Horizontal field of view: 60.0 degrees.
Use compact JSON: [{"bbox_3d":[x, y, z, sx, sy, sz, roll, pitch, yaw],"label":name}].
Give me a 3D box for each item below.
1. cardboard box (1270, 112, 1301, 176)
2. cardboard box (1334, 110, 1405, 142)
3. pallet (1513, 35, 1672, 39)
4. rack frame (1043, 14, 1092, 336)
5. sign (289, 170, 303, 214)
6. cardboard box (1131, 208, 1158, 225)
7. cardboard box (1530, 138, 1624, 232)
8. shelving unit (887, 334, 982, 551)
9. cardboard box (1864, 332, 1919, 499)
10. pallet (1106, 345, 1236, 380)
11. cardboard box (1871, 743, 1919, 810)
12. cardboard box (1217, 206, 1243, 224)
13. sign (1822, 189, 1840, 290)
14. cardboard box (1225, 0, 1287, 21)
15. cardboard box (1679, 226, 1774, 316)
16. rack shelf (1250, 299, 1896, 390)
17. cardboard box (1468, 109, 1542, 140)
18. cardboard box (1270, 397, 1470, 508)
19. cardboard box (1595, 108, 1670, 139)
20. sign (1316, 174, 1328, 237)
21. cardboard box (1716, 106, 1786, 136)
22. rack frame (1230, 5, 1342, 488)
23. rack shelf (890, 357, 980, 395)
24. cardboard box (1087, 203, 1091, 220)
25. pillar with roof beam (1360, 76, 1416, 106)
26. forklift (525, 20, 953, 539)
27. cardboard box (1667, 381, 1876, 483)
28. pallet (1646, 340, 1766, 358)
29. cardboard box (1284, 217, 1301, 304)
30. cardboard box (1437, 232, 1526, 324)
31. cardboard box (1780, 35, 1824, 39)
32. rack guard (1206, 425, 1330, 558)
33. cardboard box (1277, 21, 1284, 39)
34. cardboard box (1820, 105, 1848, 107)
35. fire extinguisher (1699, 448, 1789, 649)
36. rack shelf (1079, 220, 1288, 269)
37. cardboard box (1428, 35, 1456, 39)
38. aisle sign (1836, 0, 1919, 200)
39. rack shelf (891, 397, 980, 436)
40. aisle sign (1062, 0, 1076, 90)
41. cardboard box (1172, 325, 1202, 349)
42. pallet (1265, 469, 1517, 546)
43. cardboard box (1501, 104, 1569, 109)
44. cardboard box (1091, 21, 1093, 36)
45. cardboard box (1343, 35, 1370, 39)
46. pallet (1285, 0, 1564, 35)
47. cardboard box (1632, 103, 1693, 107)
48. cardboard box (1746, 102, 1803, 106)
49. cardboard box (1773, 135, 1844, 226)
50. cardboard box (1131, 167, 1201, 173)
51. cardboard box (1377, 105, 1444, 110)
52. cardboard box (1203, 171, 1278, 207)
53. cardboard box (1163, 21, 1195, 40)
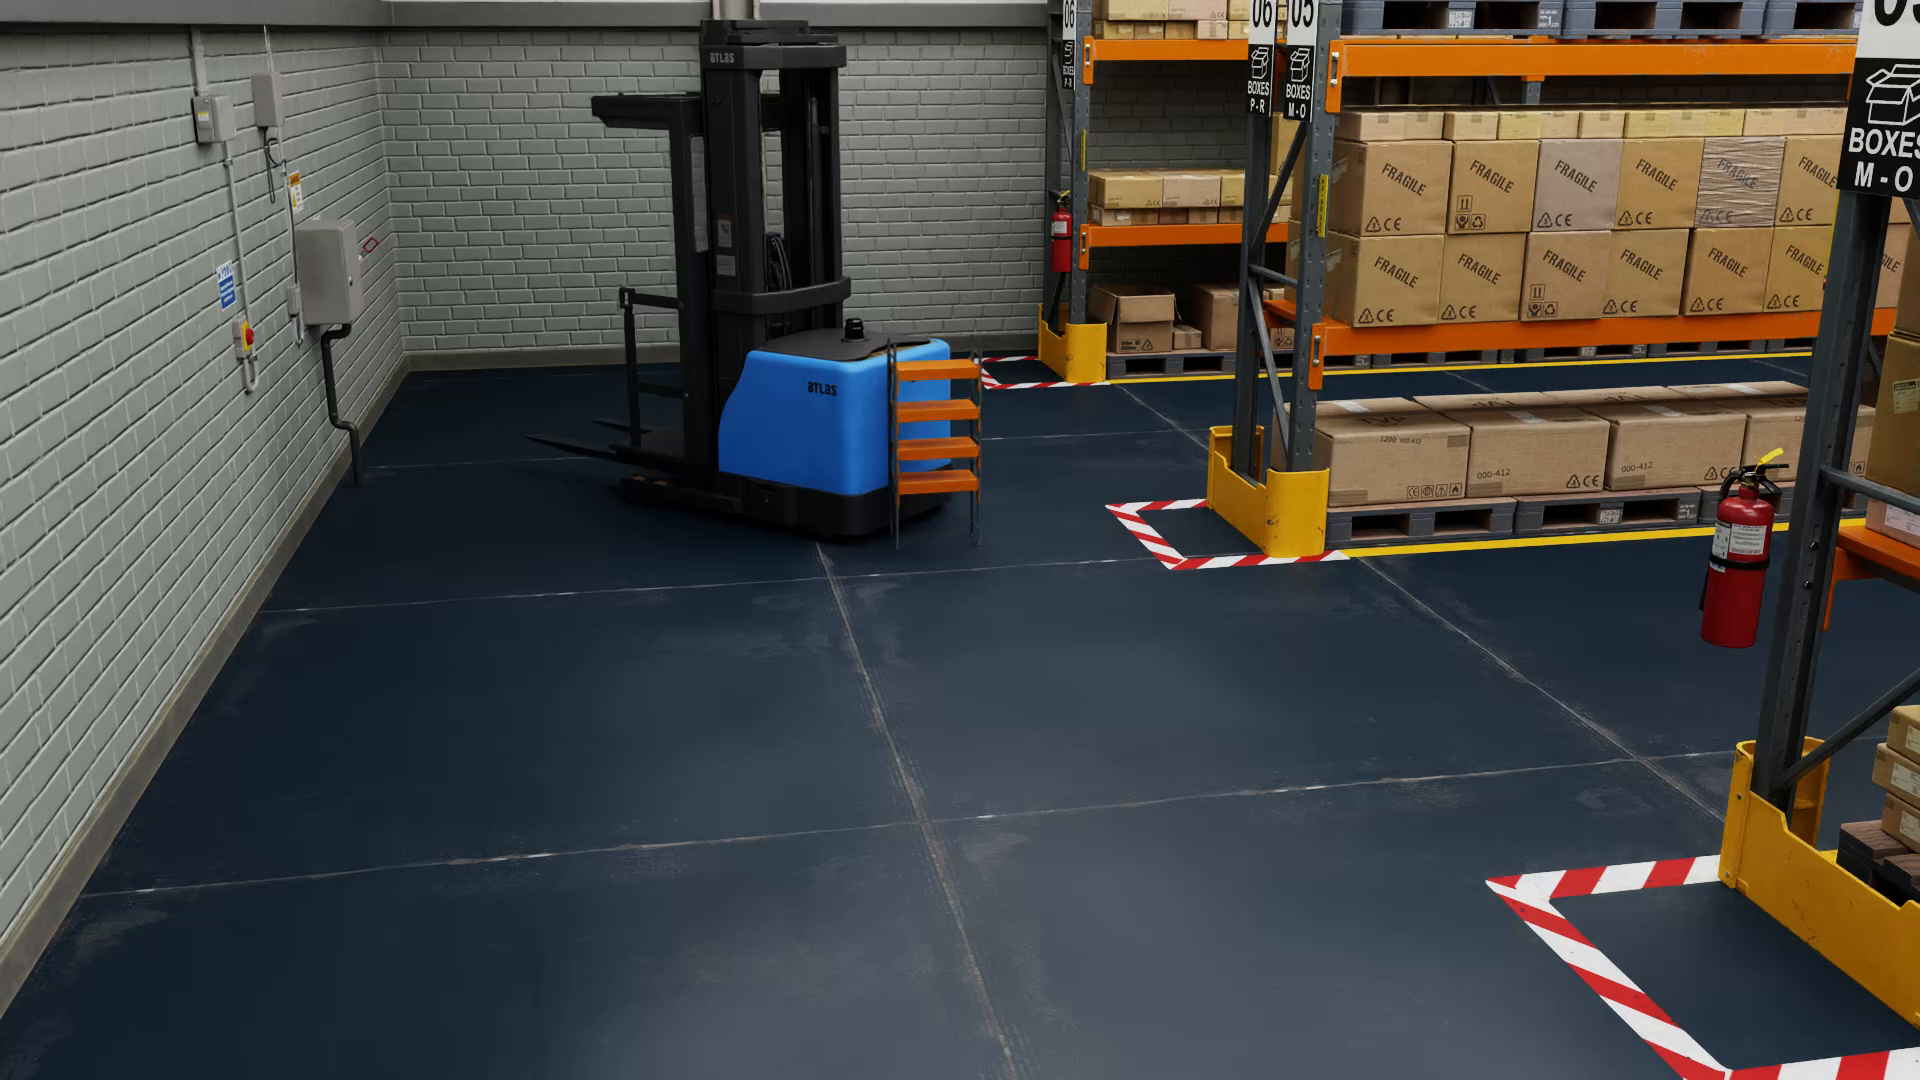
[{"bbox_3d":[2.873,-3.397,14.234,0.500,0.500,0.500,-3,17,-9],"label":"cardboard box"},{"bbox_3d":[2.250,-2.282,9.154,0.250,0.149,0.380,-3,17,-9],"label":"cardboard box"},{"bbox_3d":[5.485,-4.520,14.629,1.003,0.211,1.213,-3,17,-10],"label":"pallet"},{"bbox_3d":[0.904,-2.937,14.264,0.127,3.000,1.000,-3,17,-10],"label":"rack frame"},{"bbox_3d":[-4.131,-2.166,10.349,0.001,0.242,0.339,-3,17,-10],"label":"sign"},{"bbox_3d":[1.519,-2.783,14.193,0.250,0.149,0.380,-3,17,-9],"label":"cardboard box"},{"bbox_3d":[3.384,-2.038,9.465,0.500,0.500,0.500,-3,17,-11],"label":"cardboard box"},{"bbox_3d":[-0.147,-0.562,9.598,0.503,1.200,0.258,-4,17,-11],"label":"shelving unit"},{"bbox_3d":[3.280,-0.374,5.243,0.500,0.500,0.500,-3,17,-9],"label":"cardboard box"},{"bbox_3d":[1.761,-1.652,14.833,1.213,0.211,1.003,-3,17,-10],"label":"pallet"},{"bbox_3d":[3.351,0.824,5.655,0.250,0.149,0.380,-4,17,-12],"label":"cardboard box"},{"bbox_3d":[2.290,-2.821,14.315,0.250,0.149,0.380,-3,17,-10],"label":"cardboard box"},{"bbox_3d":[2.802,-0.950,5.286,0.005,0.325,0.100,-3,17,-10],"label":"sign"},{"bbox_3d":[2.391,-4.446,13.819,0.500,0.250,0.500,-4,17,-12],"label":"cardboard box"},{"bbox_3d":[4.374,-1.615,9.789,0.500,0.500,0.500,-4,17,-11],"label":"cardboard box"},{"bbox_3d":[3.813,-1.273,10.074,4.000,0.370,1.077,-3,17,-10],"label":"rack shelf"},{"bbox_3d":[3.026,-2.318,9.272,0.250,0.149,0.380,-4,17,-12],"label":"cardboard box"},{"bbox_3d":[2.478,-0.548,10.134,0.875,0.438,0.875,-4,17,-12],"label":"cardboard box"},{"bbox_3d":[3.781,-2.356,9.395,0.250,0.149,0.380,-4,17,-12],"label":"cardboard box"},{"bbox_3d":[1.948,-1.797,8.945,0.005,0.325,0.100,-3,17,-10],"label":"sign"},{"bbox_3d":[4.524,-2.418,9.596,0.250,0.149,0.380,-3,17,-11],"label":"cardboard box"},{"bbox_3d":[1.849,-1.506,9.606,0.127,3.000,1.000,-3,17,-10],"label":"rack frame"},{"bbox_3d":[-0.146,-0.938,9.483,0.480,0.148,0.258,-4,17,-11],"label":"rack shelf"},{"bbox_3d":[1.178,-2.912,14.613,0.250,0.149,0.380,-3,17,-11],"label":"cardboard box"},{"bbox_3d":[4.793,-5.007,10.788,0.400,9.000,9.100,-3,17,-10],"label":"pillar with roof beam"},{"bbox_3d":[-1.545,-1.724,10.434,3.031,2.935,1.130,12,21,33],"label":"forklift"},{"bbox_3d":[5.140,-0.701,10.633,0.875,0.438,0.875,-3,17,-11],"label":"cardboard box"},{"bbox_3d":[6.823,-1.952,15.806,1.213,0.211,1.003,-3,17,-10],"label":"pallet"},{"bbox_3d":[2.272,-1.657,9.927,0.500,0.500,0.500,-3,17,-10],"label":"cardboard box"},{"bbox_3d":[2.866,-1.534,9.527,0.500,0.500,0.500,-3,17,-11],"label":"cardboard box"},{"bbox_3d":[7.316,-4.590,14.793,0.500,0.250,0.500,-3,17,-10],"label":"cardboard box"},{"bbox_3d":[1.825,-0.310,9.969,0.348,0.500,1.175,-3,17,-10],"label":"rack guard"},{"bbox_3d":[2.519,-4.265,13.908,0.250,0.149,0.380,-3,17,-11],"label":"cardboard box"},{"bbox_3d":[5.255,-2.472,9.774,0.250,0.149,0.380,-3,17,-9],"label":"cardboard box"},{"bbox_3d":[2.552,0.012,5.432,0.183,0.674,0.296,-3,17,-10],"label":"fire extinguisher"},{"bbox_3d":[2.867,-2.704,14.732,4.000,0.370,1.077,-3,17,-10],"label":"rack shelf"},{"bbox_3d":[4.028,-4.343,14.161,0.250,0.149,0.380,-3,17,-9],"label":"cardboard box"},{"bbox_3d":[2.759,-1.410,4.865,0.004,0.787,0.394,-3,17,-10],"label":"aisle sign"},{"bbox_3d":[-0.147,-0.712,9.552,0.480,0.148,0.258,-4,17,-11],"label":"rack shelf"},{"bbox_3d":[0.892,-4.091,13.594,0.004,0.787,0.394,-3,17,-10],"label":"aisle sign"},{"bbox_3d":[1.947,-1.794,14.683,0.250,0.149,0.380,-4,18,-13],"label":"cardboard box"},{"bbox_3d":[2.619,-0.240,10.234,1.213,0.211,1.003,-3,17,-10],"label":"pallet"},{"bbox_3d":[3.406,-2.506,9.885,0.250,0.149,0.380,-3,17,-9],"label":"cardboard box"},{"bbox_3d":[1.174,-4.335,14.136,0.250,0.149,0.380,-3,17,-9],"label":"cardboard box"},{"bbox_3d":[3.271,-4.308,14.049,0.250,0.149,0.380,-3,17,-10],"label":"cardboard box"},{"bbox_3d":[2.575,-2.942,9.323,1.213,0.211,1.003,-3,17,-10],"label":"pallet"},{"bbox_3d":[4.173,-2.536,9.982,0.250,0.149,0.380,-3,17,-11],"label":"cardboard box"},{"bbox_3d":[4.925,-2.577,10.113,0.250,0.149,0.380,-3,17,-11],"label":"cardboard box"},{"bbox_3d":[4.866,-2.123,9.741,0.500,0.500,0.500,-3,17,-11],"label":"cardboard box"},{"bbox_3d":[1.811,-3.138,14.667,0.500,0.250,0.500,-3,17,-10],"label":"cardboard box"},{"bbox_3d":[2.645,-2.479,9.797,0.250,0.149,0.380,-3,17,-11],"label":"cardboard box"},{"bbox_3d":[2.392,-3.012,14.258,0.500,0.250,0.500,-4,17,-11],"label":"cardboard box"},{"bbox_3d":[1.768,-4.233,13.803,0.250,0.149,0.380,-3,17,-10],"label":"cardboard box"}]
